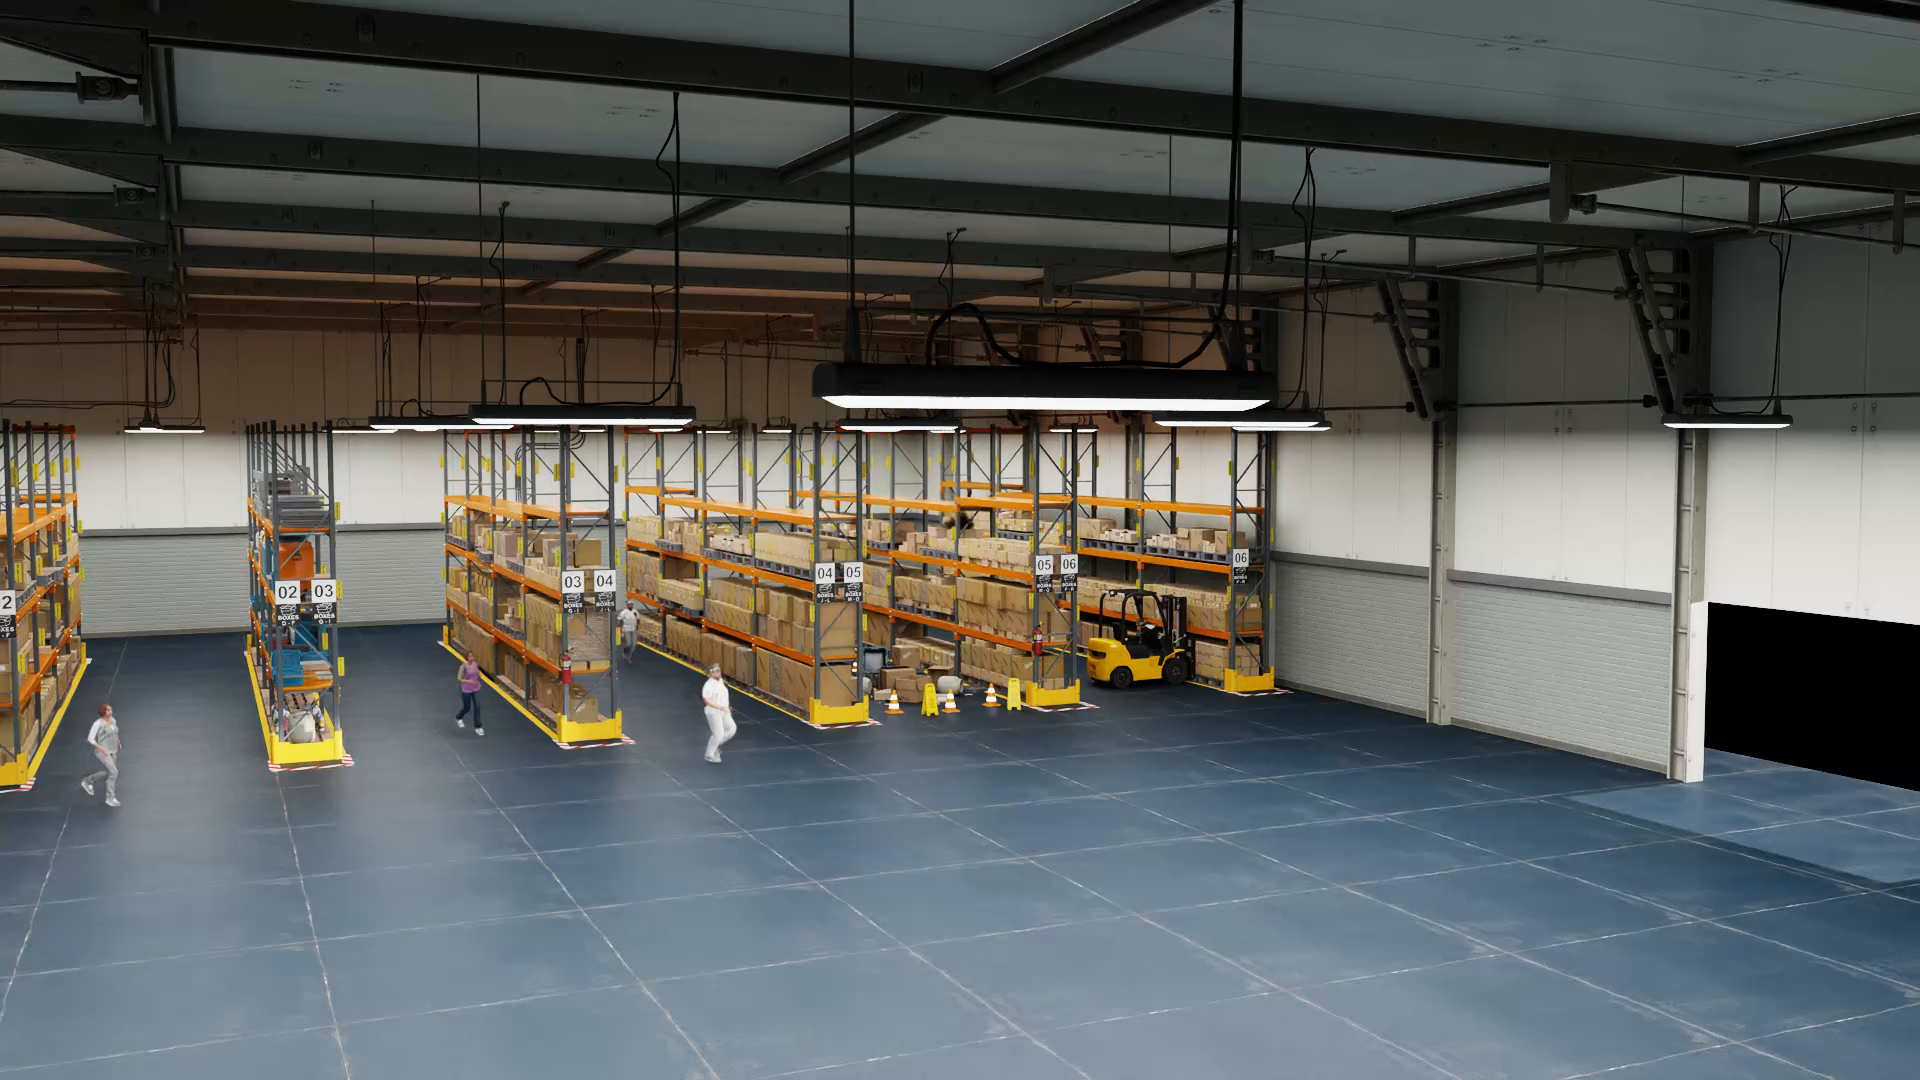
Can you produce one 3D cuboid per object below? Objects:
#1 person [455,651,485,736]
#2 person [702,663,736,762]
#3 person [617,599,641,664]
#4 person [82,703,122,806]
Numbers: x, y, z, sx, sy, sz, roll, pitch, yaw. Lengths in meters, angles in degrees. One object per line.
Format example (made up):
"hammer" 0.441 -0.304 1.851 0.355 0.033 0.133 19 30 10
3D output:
"person" -9.427 2.919 31.953 0.877 1.605 0.538 3 5 43
"person" -4.238 3.023 29.260 0.551 1.745 0.674 1 4 21
"person" -8.249 2.296 41.632 0.571 1.654 0.531 -2 4 -27
"person" -13.348 3.327 25.829 0.690 1.604 0.527 1 4 10
